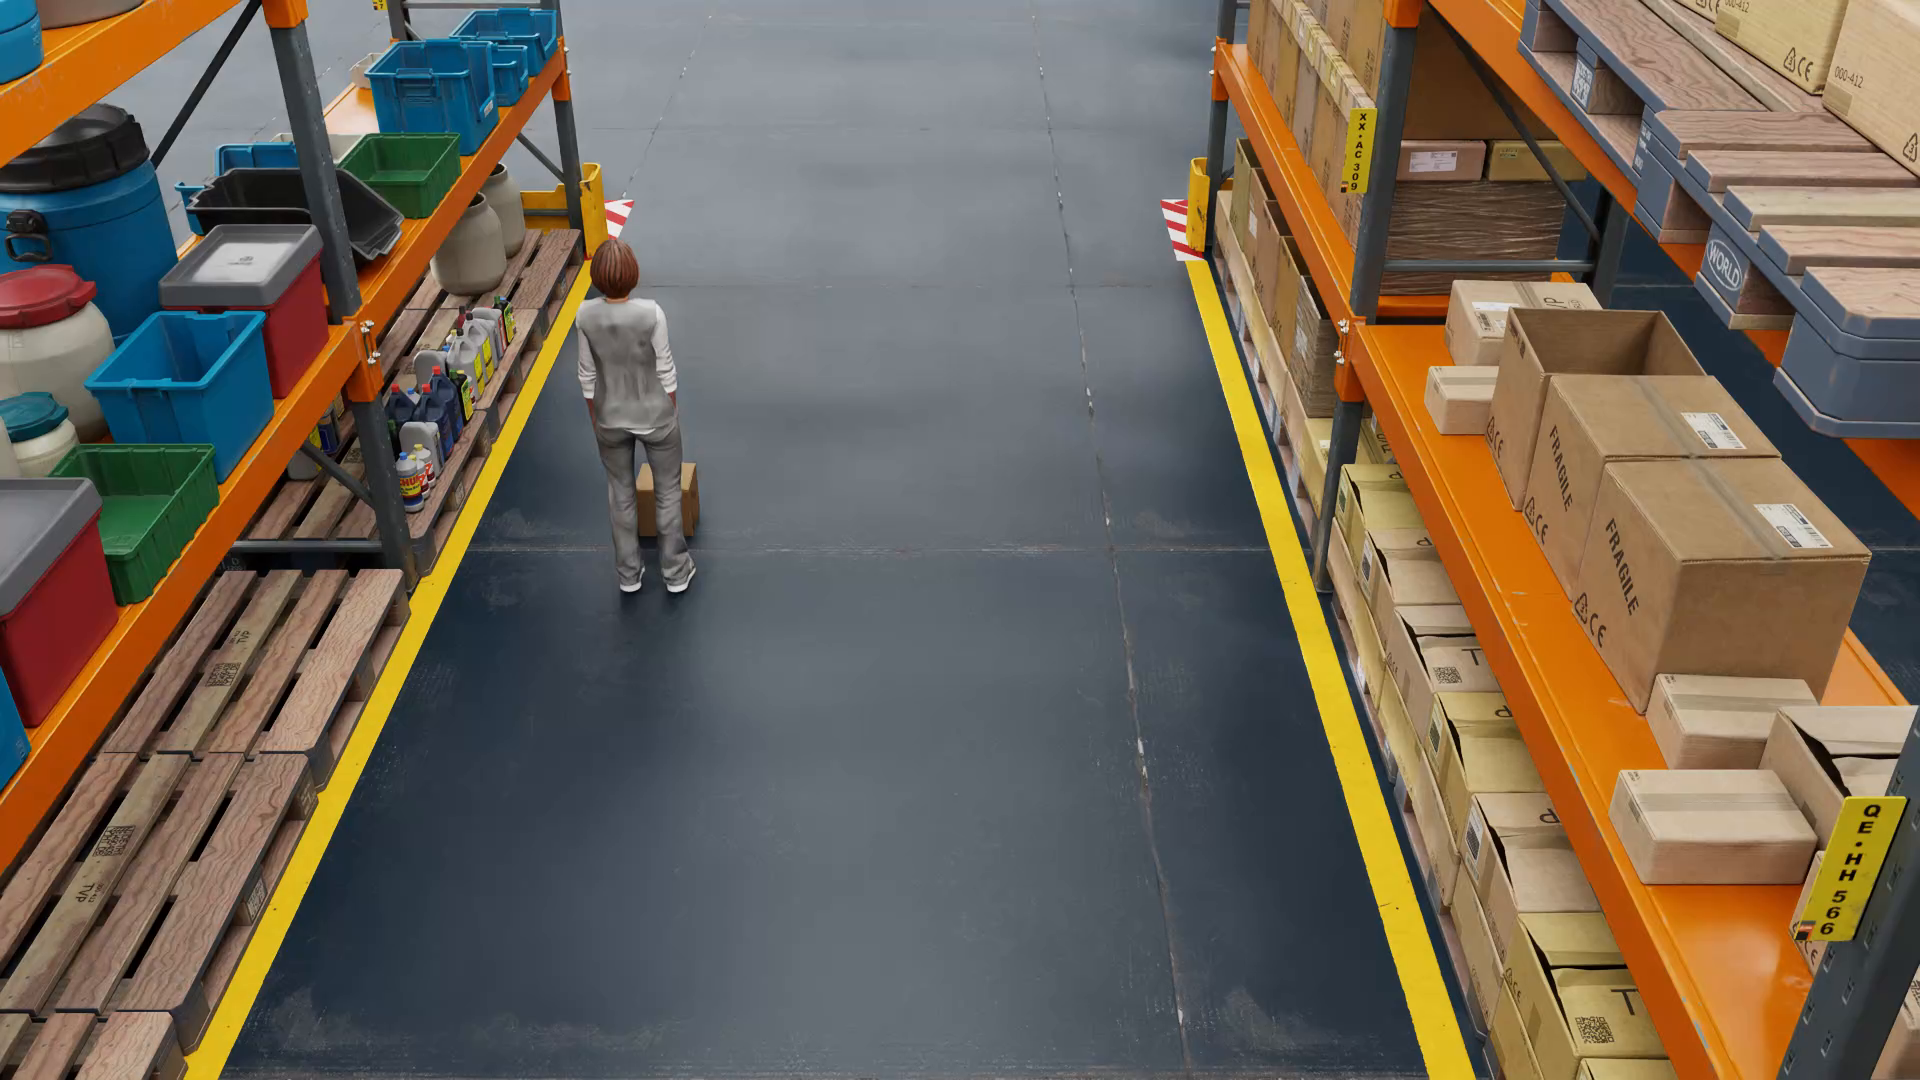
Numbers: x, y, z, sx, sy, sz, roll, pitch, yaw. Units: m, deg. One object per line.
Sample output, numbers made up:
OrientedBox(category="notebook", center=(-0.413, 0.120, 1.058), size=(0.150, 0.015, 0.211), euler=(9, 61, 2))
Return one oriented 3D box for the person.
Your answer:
OrientedBox(category="person", center=(-1.368, -0.500, 6.950), size=(0.406, 1.596, 0.307), euler=(1, 32, 1))
